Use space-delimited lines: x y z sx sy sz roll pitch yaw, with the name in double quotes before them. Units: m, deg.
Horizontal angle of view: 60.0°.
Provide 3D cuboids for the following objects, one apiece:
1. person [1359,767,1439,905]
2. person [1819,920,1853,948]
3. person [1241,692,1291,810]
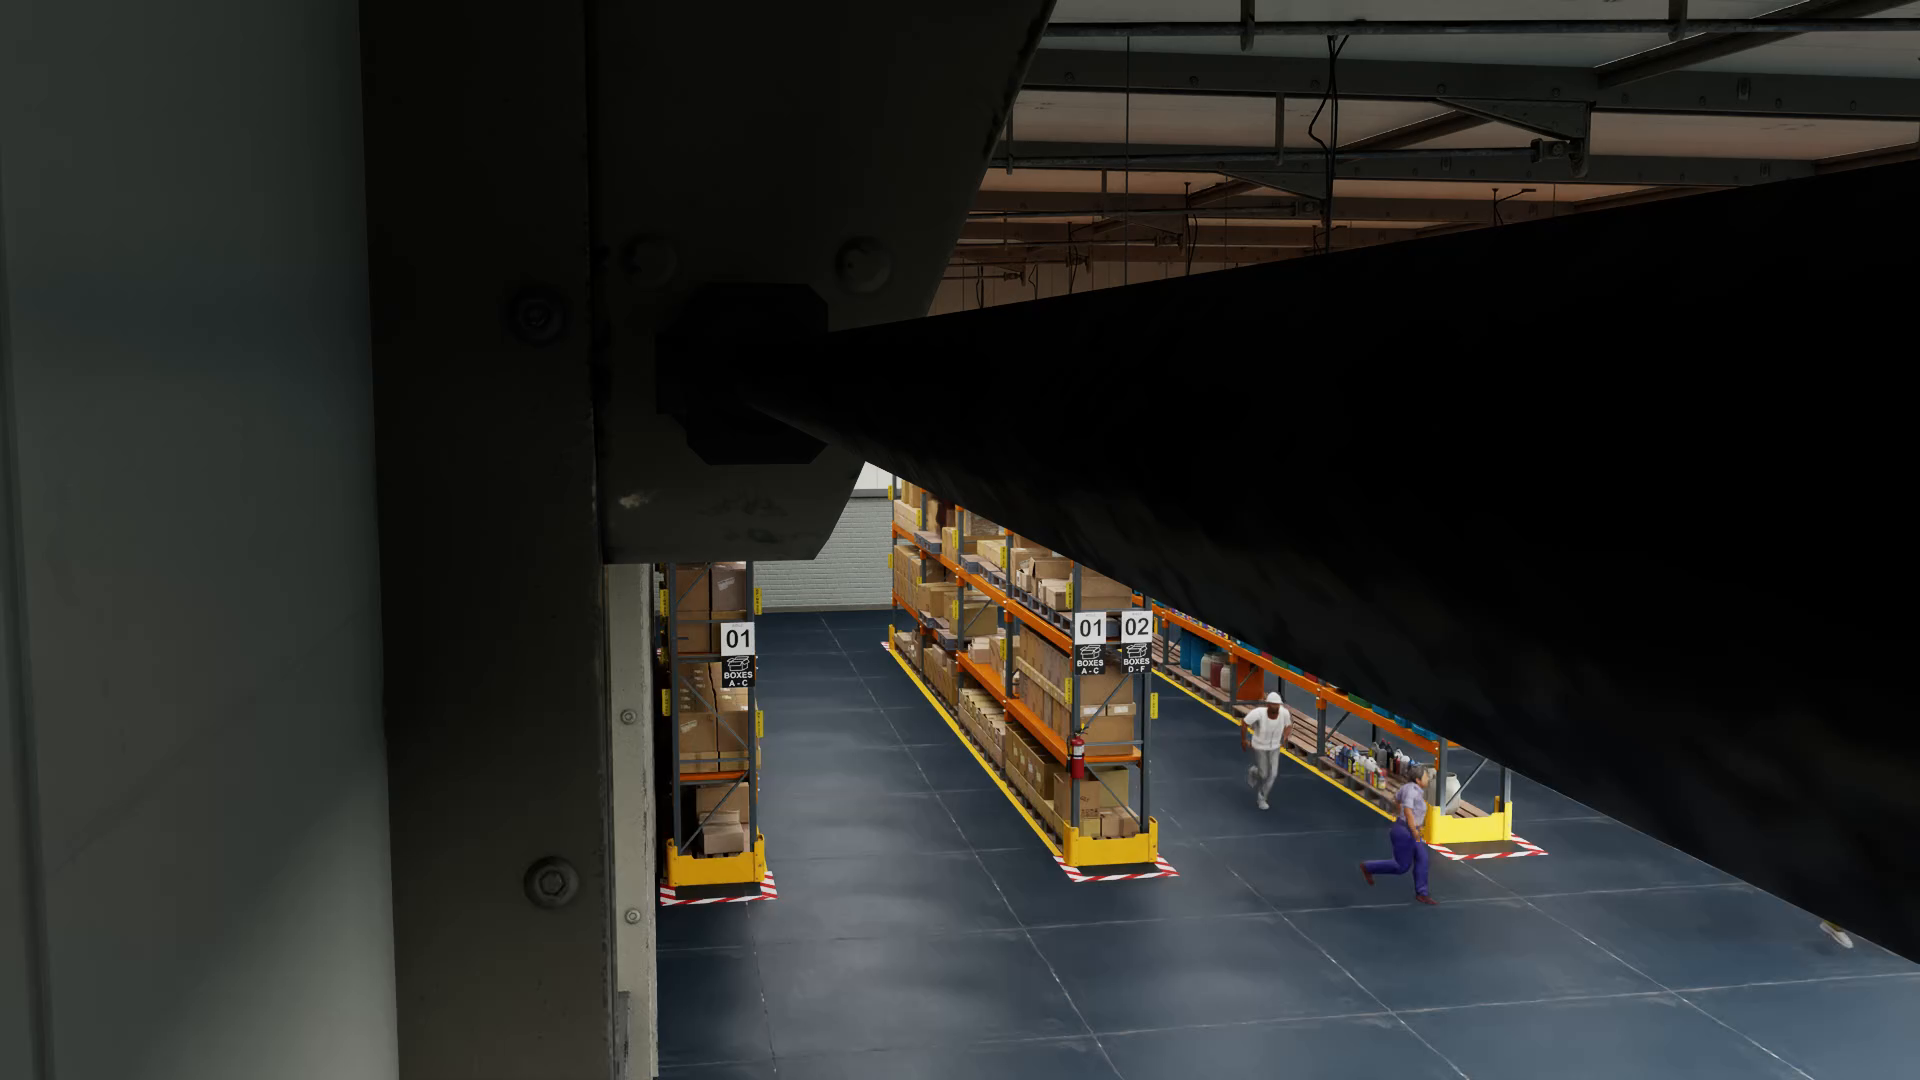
"person" 5.154 3.465 19.448 0.921 1.634 0.606 1 6 13
"person" 9.820 3.518 17.846 1.012 1.801 0.750 3 7 24
"person" 4.347 2.960 23.642 0.695 1.691 0.810 -2 6 -17
